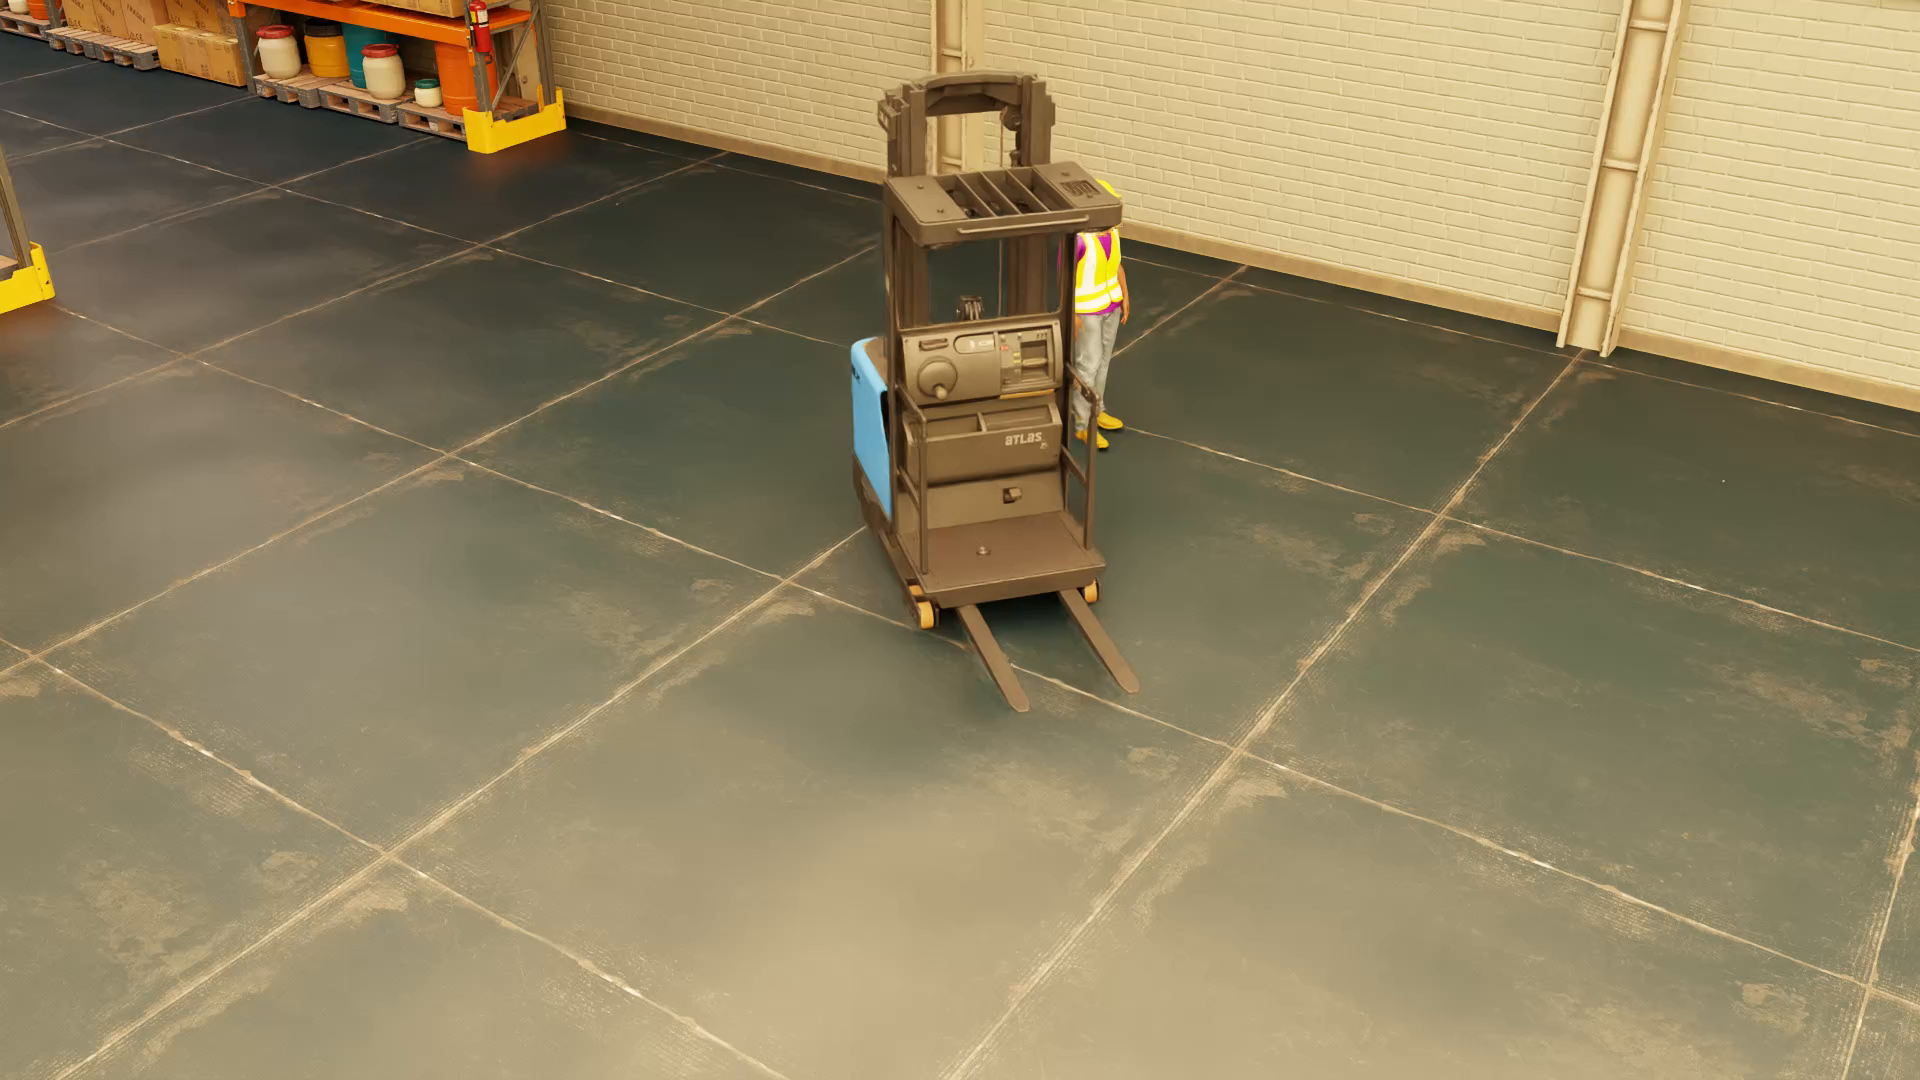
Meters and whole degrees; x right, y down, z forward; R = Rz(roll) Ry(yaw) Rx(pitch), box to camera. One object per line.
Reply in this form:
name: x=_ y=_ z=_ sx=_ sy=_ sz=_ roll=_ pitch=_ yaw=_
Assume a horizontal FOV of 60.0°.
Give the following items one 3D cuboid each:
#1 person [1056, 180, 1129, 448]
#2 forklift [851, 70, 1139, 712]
person: x=0.986 y=-1.578 z=11.450 sx=0.576 sy=1.760 sz=0.666 roll=25 pitch=38 yaw=36
forklift: x=0.194 y=-0.969 z=9.250 sx=1.130 sy=2.935 sz=3.031 roll=-8 pitch=31 yaw=-14
